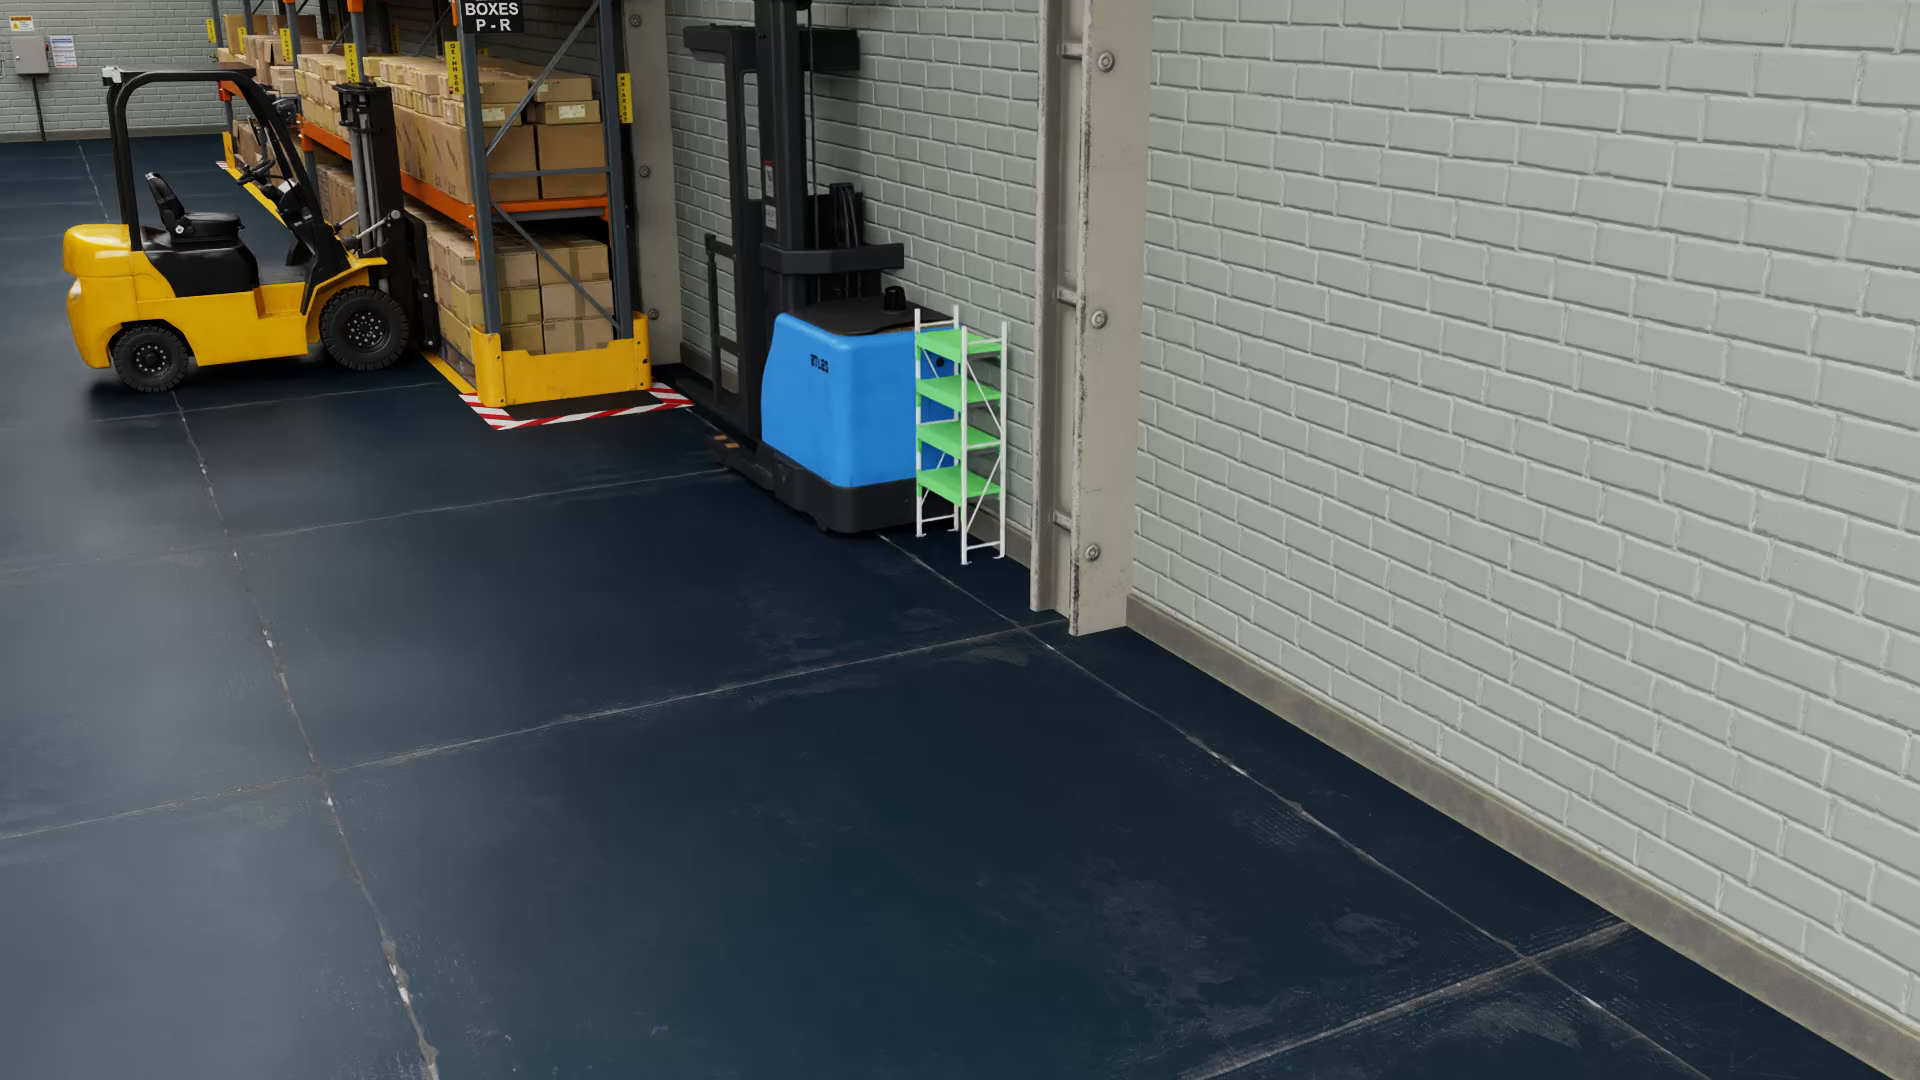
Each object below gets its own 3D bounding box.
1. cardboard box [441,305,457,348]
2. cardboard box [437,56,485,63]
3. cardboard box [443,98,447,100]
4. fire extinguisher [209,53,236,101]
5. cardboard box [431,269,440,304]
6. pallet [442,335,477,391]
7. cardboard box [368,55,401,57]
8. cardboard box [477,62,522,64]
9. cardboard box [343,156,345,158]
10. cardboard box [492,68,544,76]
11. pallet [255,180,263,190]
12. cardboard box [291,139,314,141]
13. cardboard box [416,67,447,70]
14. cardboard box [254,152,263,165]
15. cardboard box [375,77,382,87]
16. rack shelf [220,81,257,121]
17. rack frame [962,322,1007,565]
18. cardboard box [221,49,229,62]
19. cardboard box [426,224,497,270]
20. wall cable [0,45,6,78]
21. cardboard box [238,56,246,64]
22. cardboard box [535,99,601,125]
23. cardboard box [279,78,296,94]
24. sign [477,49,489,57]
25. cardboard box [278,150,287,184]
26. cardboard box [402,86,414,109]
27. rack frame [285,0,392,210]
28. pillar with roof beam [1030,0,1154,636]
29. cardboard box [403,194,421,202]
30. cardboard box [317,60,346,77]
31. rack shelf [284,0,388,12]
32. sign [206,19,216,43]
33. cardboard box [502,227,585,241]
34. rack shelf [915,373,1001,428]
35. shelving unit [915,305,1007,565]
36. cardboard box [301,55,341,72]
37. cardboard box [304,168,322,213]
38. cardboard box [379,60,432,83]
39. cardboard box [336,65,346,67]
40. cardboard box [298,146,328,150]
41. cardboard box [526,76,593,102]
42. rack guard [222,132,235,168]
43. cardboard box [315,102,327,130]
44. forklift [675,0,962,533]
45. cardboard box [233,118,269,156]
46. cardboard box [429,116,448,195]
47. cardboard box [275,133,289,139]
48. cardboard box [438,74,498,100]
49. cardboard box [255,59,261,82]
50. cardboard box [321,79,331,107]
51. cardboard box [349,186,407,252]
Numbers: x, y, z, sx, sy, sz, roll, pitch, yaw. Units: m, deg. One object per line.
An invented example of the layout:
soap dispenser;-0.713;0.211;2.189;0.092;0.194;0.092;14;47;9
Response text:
cardboard box;-3.489;-1.582;12.189;0.500;0.250;0.500;-10;21;-27
cardboard box;-4.160;-3.973;13.942;0.380;0.149;0.250;-11;22;-28
cardboard box;-3.388;-3.016;11.625;0.380;0.149;0.250;-10;21;-26
fire extinguisher;-10.835;-6.804;24.441;0.296;0.674;0.183;-10;21;-27
cardboard box;-3.759;-1.970;12.547;0.500;0.250;0.500;-11;22;-28
pallet;-3.160;-1.348;12.214;1.003;0.211;1.213;-10;21;-27
cardboard box;-5.935;-4.900;17.085;0.380;0.149;0.250;-10;21;-27
cardboard box;-3.663;-3.678;13.089;0.380;0.149;0.250;-10;22;-27
cardboard box;-7.038;-4.570;19.472;0.380;0.149;0.250;-10;22;-28
cardboard box;-3.216;-3.376;12.213;0.380;0.149;0.250;-9;21;-25
pallet;-8.784;-4.777;22.152;1.003;0.211;1.213;-10;21;-27
cardboard box;-7.847;-4.712;19.883;0.380;0.149;0.250;-9;21;-25
cardboard box;-3.849;-3.457;12.448;0.380;0.149;0.250;-10;21;-26
cardboard box;-9.151;-5.021;22.131;0.396;0.266;0.258;-9;21;-25
cardboard box;-4.616;-3.749;13.750;0.380;0.149;0.250;-9;21;-25
rack shelf;-9.408;-6.132;22.906;1.077;0.370;4.000;-10;21;-27
rack frame;0.117;-0.462;8.132;0.240;1.200;0.015;-10;21;-27
cardboard box;-10.140;-6.799;23.511;0.500;0.250;0.500;-10;21;-26
cardboard box;-3.750;-2.197;12.440;0.500;0.250;0.500;-10;21;-26
wall cable;-16.180;-8.595;27.383;0.588;1.984;0.122;-10;21;-27
cardboard box;-9.166;-6.218;21.825;0.500;0.250;0.500;-10;21;-26
cardboard box;-2.693;-2.945;11.419;0.380;0.149;0.250;-11;22;-28
cardboard box;-7.209;-4.959;18.144;0.380;0.149;0.250;-10;21;-26
sign;-4.172;-4.134;14.566;0.100;0.325;0.005;-10;21;-27
cardboard box;-7.932;-4.446;20.105;0.500;0.500;0.500;-11;22;-28
cardboard box;-4.023;-3.376;12.669;0.380;0.149;0.250;-10;22;-28
rack frame;-6.559;-4.750;17.798;1.000;3.000;0.127;-10;21;-27
pillar with roof beam;-3.237;-3.239;4.223;9.100;9.000;0.400;-10;21;-27
cardboard box;-4.706;-2.785;14.143;0.500;0.250;0.500;-10;22;-27
cardboard box;-6.045;-4.598;16.209;0.380;0.149;0.250;-9;21;-26
rack shelf;-5.610;-5.253;15.762;1.077;0.370;4.000;-10;21;-27
sign;-10.836;-7.371;24.068;0.100;0.325;0.005;-10;21;-27
cardboard box;-3.062;-2.135;12.258;0.500;0.250;0.500;-10;21;-27
rack shelf;0.000;-0.699;8.277;0.258;0.148;0.480;-10;21;-27
shelving unit;0.000;-0.532;8.334;0.258;1.200;0.503;-10;21;-27
cardboard box;-6.539;-4.890;17.057;0.380;0.149;0.250;-9;21;-25
cardboard box;-6.949;-3.855;18.392;0.500;0.500;0.500;-9;21;-25
cardboard box;-4.405;-3.736;13.255;0.380;0.149;0.250;-9;21;-25
cardboard box;-5.537;-4.309;15.371;0.380;0.149;0.250;-11;22;-28
cardboard box;-7.345;-4.415;19.020;0.380;0.149;0.250;-9;21;-25
cardboard box;-2.732;-3.077;11.347;0.380;0.149;0.250;-10;22;-28
rack guard;-10.322;-5.843;24.797;1.175;0.500;0.348;-10;21;-27
cardboard box;-6.078;-4.222;16.497;0.500;0.250;0.500;-11;22;-28
forklift;-0.873;-1.857;9.518;1.130;2.935;3.031;-10;21;-27
cardboard box;-10.151;-5.874;24.240;0.797;0.503;0.637;-11;22;-29
cardboard box;-3.463;-2.751;11.853;0.500;0.500;0.500;-9;21;-25
cardboard box;-8.323;-5.010;20.745;0.380;0.149;0.250;-11;22;-28
cardboard box;-3.408;-3.155;11.572;0.380;0.149;0.250;-9;21;-25
cardboard box;-8.137;-5.575;19.751;0.396;0.266;0.258;-9;21;-24
cardboard box;-5.829;-4.310;15.987;0.500;0.250;0.500;-10;21;-26
cardboard box;-5.279;-3.049;15.867;0.875;0.625;0.625;-10;22;-27
